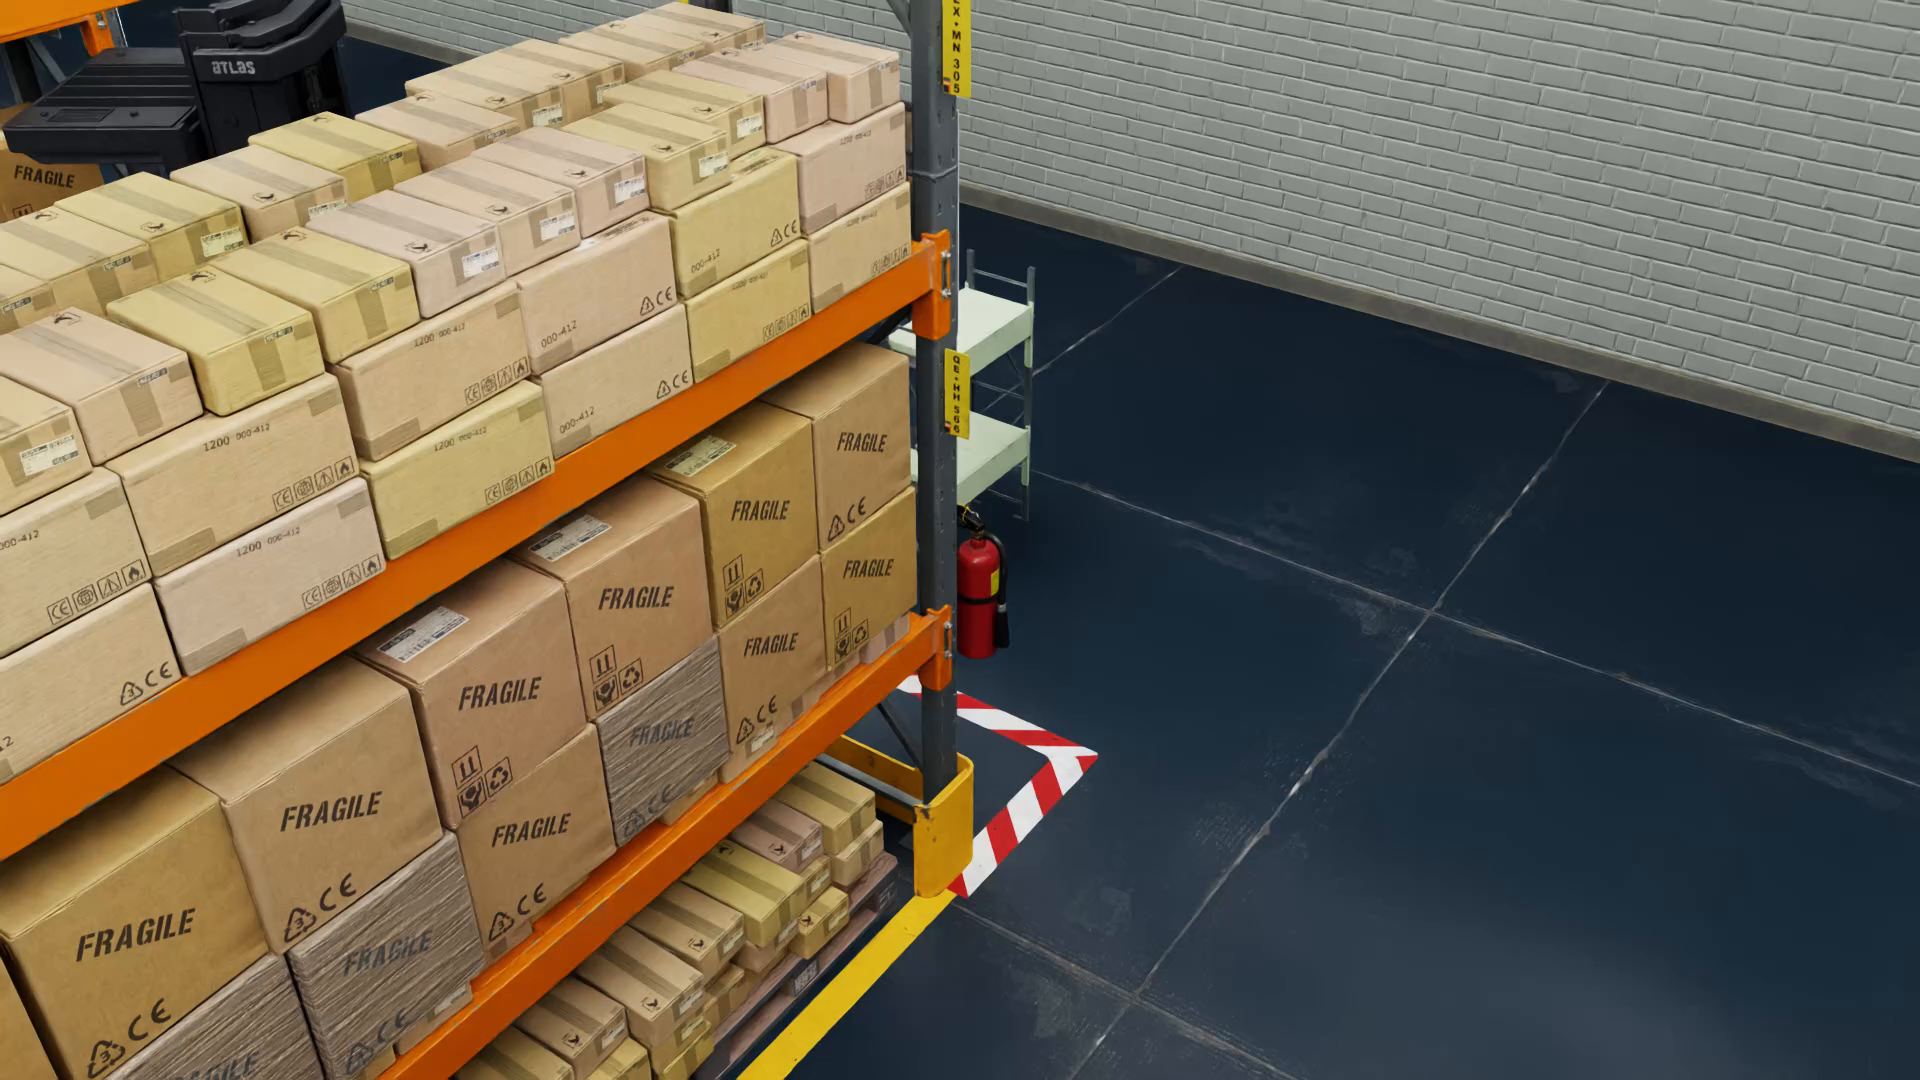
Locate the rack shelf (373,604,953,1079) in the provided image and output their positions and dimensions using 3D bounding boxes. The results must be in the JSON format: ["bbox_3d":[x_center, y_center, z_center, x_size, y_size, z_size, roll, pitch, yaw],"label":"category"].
[{"bbox_3d":[-1.595,1.148,5.193,1.077,0.370,4.000,21,39,28],"label":"rack shelf"}]

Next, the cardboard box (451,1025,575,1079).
[{"bbox_3d":[-1.456,1.727,5.333,0.380,0.149,0.250,21,40,28],"label":"cardboard box"}]

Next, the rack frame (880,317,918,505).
[{"bbox_3d":[-0.212,-0.450,8.252,0.400,1.500,0.023,21,39,28],"label":"rack frame"}]

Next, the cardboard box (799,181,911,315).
[{"bbox_3d":[-0.496,-0.957,5.120,0.500,0.250,0.500,20,39,27],"label":"cardboard box"}]

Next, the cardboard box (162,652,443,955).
[{"bbox_3d":[-1.682,0.596,4.119,0.500,0.500,0.500,22,40,29],"label":"cardboard box"}]

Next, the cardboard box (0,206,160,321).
[{"bbox_3d":[-2.065,-0.617,3.815,0.380,0.149,0.250,21,39,28],"label":"cardboard box"}]

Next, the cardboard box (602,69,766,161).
[{"bbox_3d":[-0.769,-1.176,4.641,0.380,0.149,0.250,20,39,27],"label":"cardboard box"}]

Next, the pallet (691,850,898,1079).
[{"bbox_3d":[-0.990,1.482,6.546,1.003,0.211,1.213,21,39,28],"label":"pallet"}]

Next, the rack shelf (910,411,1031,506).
[{"bbox_3d":[-0.004,-0.348,8.684,0.431,0.370,0.720,21,39,28],"label":"rack shelf"}]

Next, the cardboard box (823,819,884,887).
[{"bbox_3d":[-0.521,1.147,6.456,0.380,0.149,0.250,20,39,27],"label":"cardboard box"}]

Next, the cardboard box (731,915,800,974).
[{"bbox_3d":[-0.816,1.387,6.101,0.380,0.149,0.250,20,39,26],"label":"cardboard box"}]

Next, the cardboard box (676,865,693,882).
[{"bbox_3d":[-1.233,1.221,6.347,0.380,0.149,0.250,22,40,29],"label":"cardboard box"}]

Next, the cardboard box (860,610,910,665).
[{"bbox_3d":[-0.408,0.274,6.067,0.380,0.149,0.250,21,39,28],"label":"cardboard box"}]

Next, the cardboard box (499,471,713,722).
[{"bbox_3d":[-1.089,0.116,4.829,0.500,0.500,0.500,23,41,30],"label":"cardboard box"}]

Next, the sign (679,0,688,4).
[{"bbox_3d":[-0.900,-1.848,5.523,0.100,0.325,0.005,21,39,28],"label":"sign"}]

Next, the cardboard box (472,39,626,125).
[{"bbox_3d":[-1.201,-1.334,4.874,0.380,0.149,0.250,21,39,28],"label":"cardboard box"}]

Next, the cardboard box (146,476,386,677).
[{"bbox_3d":[-1.663,-0.006,3.713,0.500,0.250,0.500,23,40,30],"label":"cardboard box"}]

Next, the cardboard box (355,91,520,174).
[{"bbox_3d":[-1.400,-1.070,4.484,0.380,0.149,0.250,22,40,29],"label":"cardboard box"}]

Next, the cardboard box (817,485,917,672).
[{"bbox_3d":[-0.499,0.054,5.814,0.500,0.500,0.500,22,40,29],"label":"cardboard box"}]

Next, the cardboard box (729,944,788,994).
[{"bbox_3d":[-0.868,1.490,6.215,0.380,0.149,0.250,21,39,28],"label":"cardboard box"}]

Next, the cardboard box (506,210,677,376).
[{"bbox_3d":[-1.093,-0.694,4.284,0.500,0.250,0.500,22,40,29],"label":"cardboard box"}]

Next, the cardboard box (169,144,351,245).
[{"bbox_3d":[-1.736,-0.842,4.146,0.380,0.149,0.250,23,40,30],"label":"cardboard box"}]

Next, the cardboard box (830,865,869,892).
[{"bbox_3d":[-0.583,1.245,6.577,0.380,0.149,0.250,22,40,29],"label":"cardboard box"}]

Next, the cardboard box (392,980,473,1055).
[{"bbox_3d":[-1.594,1.227,4.658,0.380,0.149,0.250,23,40,30],"label":"cardboard box"}]

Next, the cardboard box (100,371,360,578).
[{"bbox_3d":[-1.677,-0.217,3.579,0.500,0.250,0.500,22,40,29],"label":"cardboard box"}]

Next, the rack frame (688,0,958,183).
[{"bbox_3d":[-0.454,-2.556,4.672,1.000,3.000,0.127,21,39,28],"label":"rack frame"}]

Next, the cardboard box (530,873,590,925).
[{"bbox_3d":[-1.353,0.966,5.044,0.380,0.149,0.250,22,40,29],"label":"cardboard box"}]

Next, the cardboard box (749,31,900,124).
[{"bbox_3d":[-0.402,-1.376,4.937,0.380,0.149,0.250,21,39,28],"label":"cardboard box"}]

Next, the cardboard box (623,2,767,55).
[{"bbox_3d":[-0.826,-1.547,5.189,0.380,0.149,0.250,21,39,28],"label":"cardboard box"}]

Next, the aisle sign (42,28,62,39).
[{"bbox_3d":[-4.677,-2.907,8.226,0.394,0.787,0.004,21,39,28],"label":"aisle sign"}]

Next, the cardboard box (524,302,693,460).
[{"bbox_3d":[-1.075,-0.496,4.438,0.500,0.250,0.500,23,40,30],"label":"cardboard box"}]

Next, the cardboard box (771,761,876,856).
[{"bbox_3d":[-0.548,1.015,6.387,0.380,0.149,0.250,22,40,29],"label":"cardboard box"}]

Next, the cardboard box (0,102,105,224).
[{"bbox_3d":[-4.533,-1.765,8.057,0.500,0.500,0.500,22,40,29],"label":"cardboard box"}]

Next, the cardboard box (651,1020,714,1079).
[{"bbox_3d":[-1.092,1.745,5.837,0.380,0.149,0.250,19,39,26],"label":"cardboard box"}]

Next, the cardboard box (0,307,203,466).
[{"bbox_3d":[-1.775,-0.318,3.372,0.380,0.149,0.250,20,39,27],"label":"cardboard box"}]

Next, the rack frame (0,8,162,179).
[{"bbox_3d":[-4.471,-1.701,8.764,1.000,3.000,0.127,21,39,28],"label":"rack frame"}]

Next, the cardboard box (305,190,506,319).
[{"bbox_3d":[-1.298,-0.675,3.900,0.380,0.149,0.250,20,39,27],"label":"cardboard box"}]

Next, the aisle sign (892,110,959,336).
[{"bbox_3d":[-0.166,-1.085,5.532,0.394,0.787,0.004,21,39,28],"label":"aisle sign"}]

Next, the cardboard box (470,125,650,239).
[{"bbox_3d":[-1.025,-0.922,4.266,0.380,0.149,0.250,20,39,27],"label":"cardboard box"}]

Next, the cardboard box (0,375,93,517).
[{"bbox_3d":[-1.905,-0.192,3.186,0.380,0.149,0.250,20,39,27],"label":"cardboard box"}]

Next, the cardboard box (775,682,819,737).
[{"bbox_3d":[-0.711,0.496,5.738,0.380,0.149,0.250,21,39,28],"label":"cardboard box"}]

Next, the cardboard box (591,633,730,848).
[{"bbox_3d":[-1.078,0.526,5.116,0.500,0.500,0.500,21,40,28],"label":"cardboard box"}]

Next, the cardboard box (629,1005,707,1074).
[{"bbox_3d":[-1.100,1.629,5.743,0.380,0.149,0.250,22,40,29],"label":"cardboard box"}]

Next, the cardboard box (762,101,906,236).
[{"bbox_3d":[-0.508,-1.165,4.980,0.500,0.250,0.500,20,39,27],"label":"cardboard box"}]

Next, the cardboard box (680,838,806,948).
[{"bbox_3d":[-0.782,1.272,6.007,0.380,0.149,0.250,20,39,27],"label":"cardboard box"}]

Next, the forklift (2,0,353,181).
[{"bbox_3d":[-3.630,-1.200,8.084,3.031,2.935,1.130,0,34,0],"label":"forklift"}]

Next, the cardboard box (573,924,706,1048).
[{"bbox_3d":[-1.089,1.512,5.651,0.380,0.149,0.250,23,40,30],"label":"cardboard box"}]

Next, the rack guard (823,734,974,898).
[{"bbox_3d":[-0.498,1.000,7.001,1.175,0.500,0.348,21,39,28],"label":"rack guard"}]

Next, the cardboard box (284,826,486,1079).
[{"bbox_3d":[-1.653,1.008,4.403,0.500,0.500,0.500,20,39,27],"label":"cardboard box"}]

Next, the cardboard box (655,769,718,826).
[{"bbox_3d":[-1.012,0.733,5.388,0.380,0.149,0.250,19,39,26],"label":"cardboard box"}]

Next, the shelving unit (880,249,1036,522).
[{"bbox_3d":[-0.004,-0.618,8.501,0.431,1.500,0.755,21,39,28],"label":"shelving unit"}]

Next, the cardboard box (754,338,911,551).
[{"bbox_3d":[-0.511,-0.359,5.532,0.500,0.500,0.500,20,39,27],"label":"cardboard box"}]
